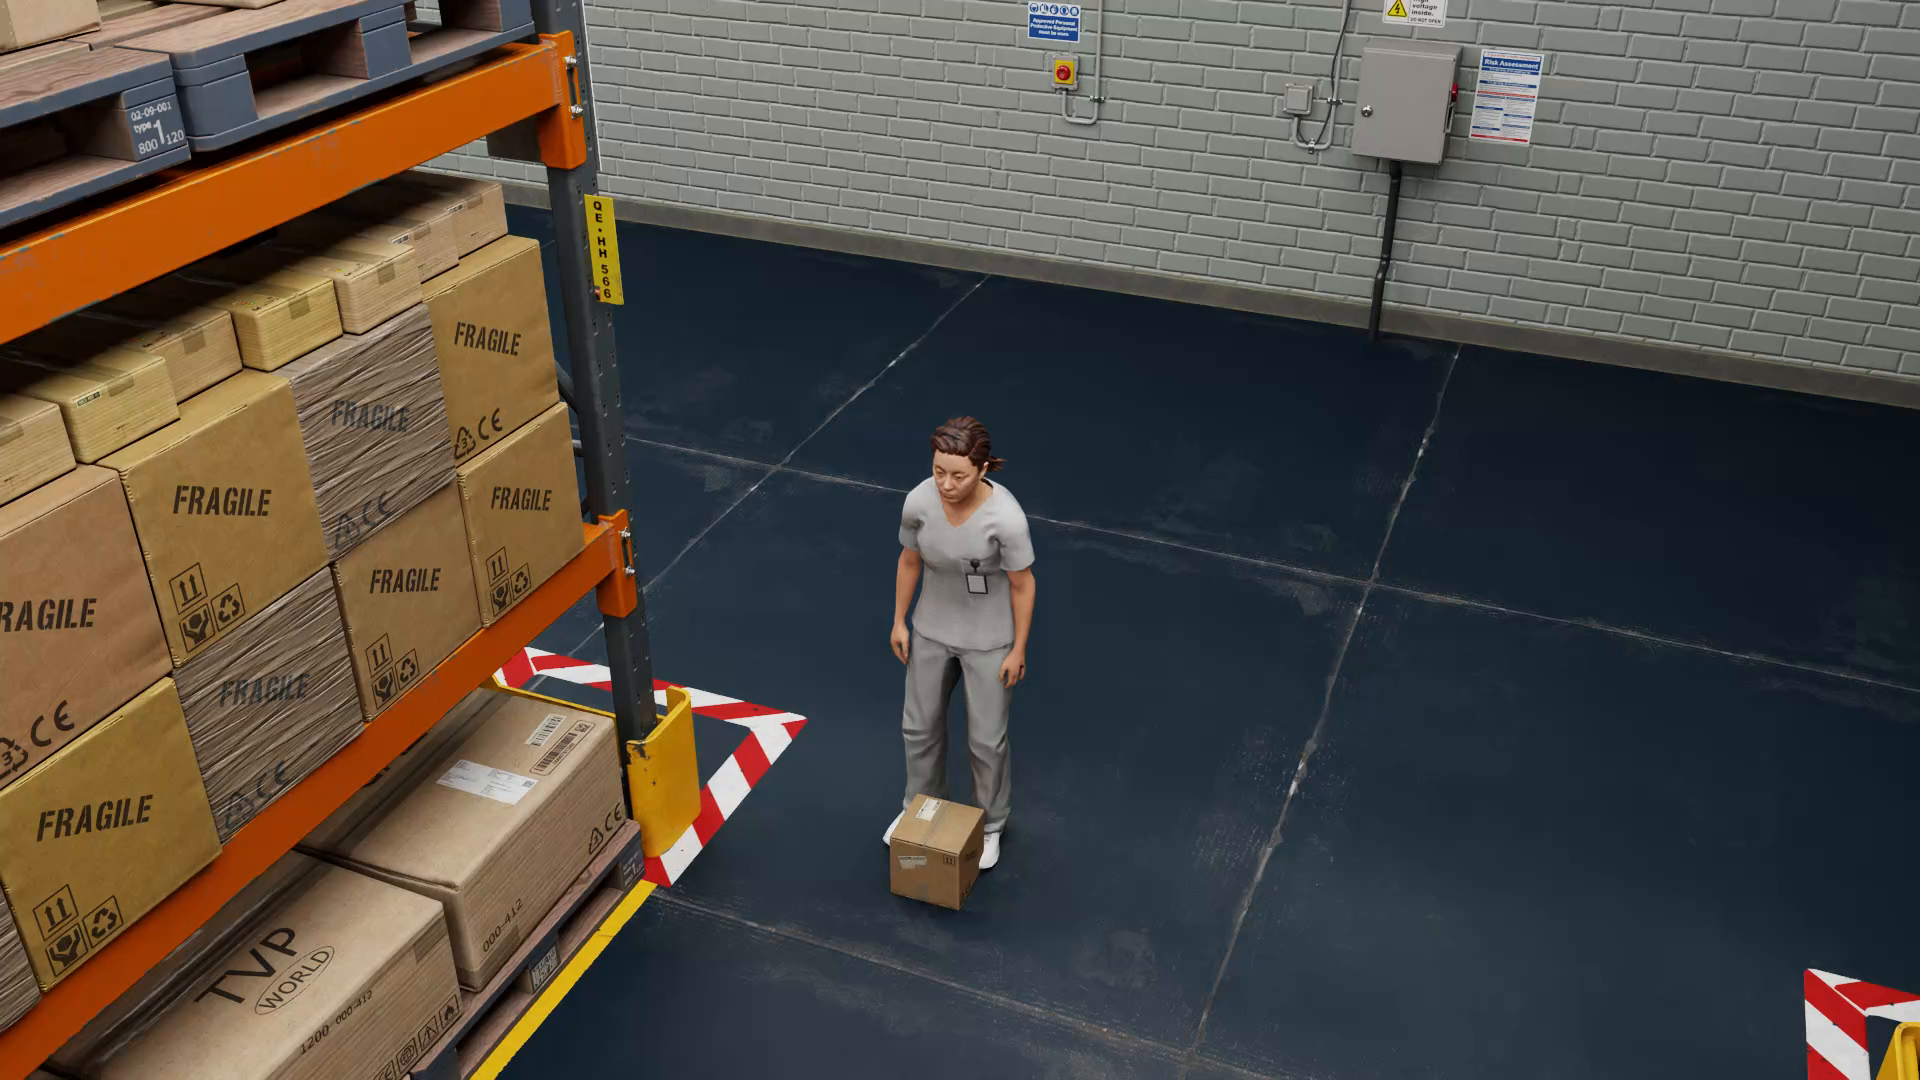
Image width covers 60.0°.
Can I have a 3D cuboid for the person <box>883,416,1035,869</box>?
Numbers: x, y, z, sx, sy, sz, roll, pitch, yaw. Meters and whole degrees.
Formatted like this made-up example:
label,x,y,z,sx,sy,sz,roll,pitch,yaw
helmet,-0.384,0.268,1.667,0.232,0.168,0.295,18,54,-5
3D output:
label,x,y,z,sx,sy,sz,roll,pitch,yaw
person,0.005,0.344,5.552,0.486,1.649,0.358,12,32,19
